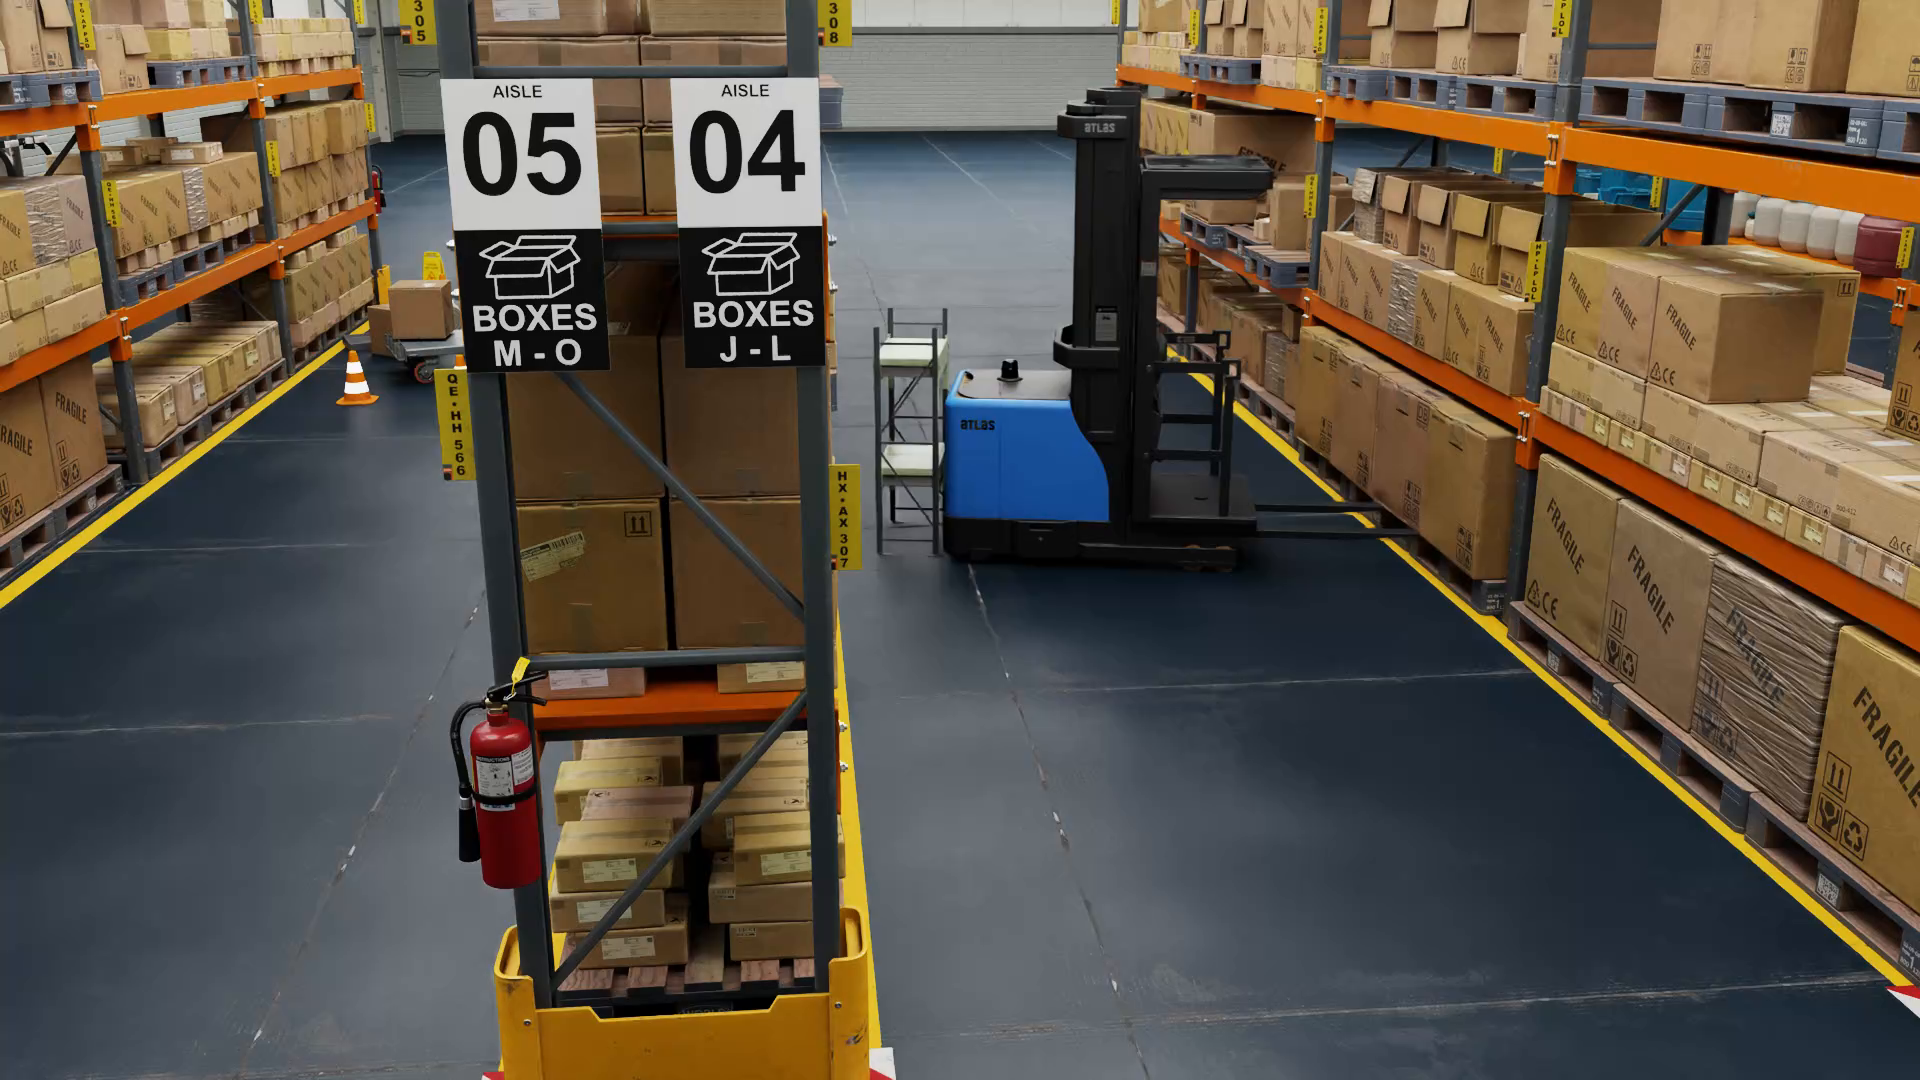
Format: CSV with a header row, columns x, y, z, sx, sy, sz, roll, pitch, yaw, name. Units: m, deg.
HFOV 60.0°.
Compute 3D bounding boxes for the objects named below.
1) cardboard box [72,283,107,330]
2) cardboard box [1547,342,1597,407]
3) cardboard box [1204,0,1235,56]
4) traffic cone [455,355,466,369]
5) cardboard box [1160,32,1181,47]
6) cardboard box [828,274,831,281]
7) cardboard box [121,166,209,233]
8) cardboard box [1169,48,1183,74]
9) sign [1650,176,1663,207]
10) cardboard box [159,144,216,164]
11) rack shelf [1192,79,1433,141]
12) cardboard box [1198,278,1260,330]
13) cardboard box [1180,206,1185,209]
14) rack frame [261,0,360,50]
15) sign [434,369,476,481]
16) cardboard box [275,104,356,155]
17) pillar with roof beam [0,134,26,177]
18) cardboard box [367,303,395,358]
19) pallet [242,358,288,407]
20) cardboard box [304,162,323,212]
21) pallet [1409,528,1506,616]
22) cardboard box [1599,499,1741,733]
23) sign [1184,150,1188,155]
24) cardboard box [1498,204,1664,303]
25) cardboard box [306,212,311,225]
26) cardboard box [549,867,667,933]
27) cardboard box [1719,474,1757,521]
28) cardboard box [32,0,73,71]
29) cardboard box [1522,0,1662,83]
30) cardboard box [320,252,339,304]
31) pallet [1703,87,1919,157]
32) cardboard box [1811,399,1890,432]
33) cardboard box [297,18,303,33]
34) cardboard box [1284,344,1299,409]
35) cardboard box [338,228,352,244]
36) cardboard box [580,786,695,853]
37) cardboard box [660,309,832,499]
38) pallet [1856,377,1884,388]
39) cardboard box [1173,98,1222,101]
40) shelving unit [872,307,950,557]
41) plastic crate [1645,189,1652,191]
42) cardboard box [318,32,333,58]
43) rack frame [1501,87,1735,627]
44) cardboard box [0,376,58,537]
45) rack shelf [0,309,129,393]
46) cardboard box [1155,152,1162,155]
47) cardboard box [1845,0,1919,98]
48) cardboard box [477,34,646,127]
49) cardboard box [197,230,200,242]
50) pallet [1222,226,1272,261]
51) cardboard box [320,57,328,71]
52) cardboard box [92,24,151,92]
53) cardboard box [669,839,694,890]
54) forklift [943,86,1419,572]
x,y,z,sx,sy,sz,roll,pitch,yaw,name
-6.312,-1.622,11.587,0.500,0.250,0.500,-2,18,-8,cardboard box
3.436,-0.873,8.704,0.500,0.250,0.500,-2,18,-7,cardboard box
2.773,-4.872,15.807,0.797,0.503,0.637,-3,18,-8,cardboard box
-4.490,-1.436,14.979,0.336,0.463,0.334,-2,18,-6,traffic cone
2.361,-5.365,17.834,0.380,0.149,0.250,-1,17,-3,cardboard box
-0.914,-1.407,9.375,0.380,0.149,0.250,-1,17,-4,cardboard box
-6.604,-2.830,13.819,0.500,0.500,0.500,-2,18,-8,cardboard box
2.472,-4.978,17.267,0.500,0.250,0.500,-1,17,-4,cardboard box
7.201,-3.606,17.192,0.100,0.325,0.005,-2,18,-6,sign
-6.627,-3.311,14.269,0.380,0.149,0.250,-3,18,-8,cardboard box
3.029,-3.826,14.551,1.077,0.370,4.000,-2,18,-6,rack shelf
2.821,-2.463,17.485,0.500,0.500,0.500,-2,18,-7,cardboard box
2.526,-3.421,17.484,0.380,0.149,0.250,-2,18,-6,cardboard box
-7.447,-7.082,18.712,1.000,3.000,0.127,-2,18,-6,rack frame
-1.438,-0.328,4.754,0.100,0.325,0.005,-2,18,-6,sign
-6.978,-4.441,17.983,0.700,0.500,0.500,-2,18,-6,cardboard box
-9.545,-8.613,23.589,9.100,9.000,0.400,-2,18,-6,pillar with roof beam
-5.792,-2.198,17.340,0.500,0.500,0.500,11,21,32,cardboard box
-6.953,-1.466,15.494,1.003,0.211,1.213,-2,18,-6,pallet
-6.917,-3.656,17.152,0.500,0.500,0.500,-2,18,-6,cardboard box
3.493,0.152,10.341,1.003,0.211,1.213,-2,18,-6,pallet
3.729,0.330,7.965,0.875,0.875,0.875,-2,18,-6,cardboard box
2.284,-3.728,16.600,0.100,0.325,0.005,-2,18,-6,sign
3.574,-1.667,9.638,0.797,0.503,0.637,-2,18,-7,cardboard box
-6.933,-3.317,17.155,0.380,0.149,0.250,-2,18,-6,cardboard box
-1.222,1.233,5.802,0.380,0.149,0.250,-2,18,-7,cardboard box
3.539,-0.191,7.196,0.380,0.149,0.250,-1,17,-5,cardboard box
-6.433,-3.410,11.148,0.797,0.503,0.637,-3,18,-9,cardboard box
3.578,-2.803,9.220,0.700,0.500,0.500,-1,17,-4,cardboard box
-6.946,-2.772,17.637,0.500,0.500,0.500,-1,17,-3,cardboard box
3.844,-1.733,6.830,1.003,0.211,1.213,-2,18,-6,pallet
4.112,-0.441,7.327,0.500,0.250,0.500,-2,18,-7,cardboard box
-6.985,-5.285,17.082,0.380,0.149,0.250,-1,17,-5,cardboard box
3.146,-1.359,13.937,0.700,0.500,0.500,-3,18,-9,cardboard box
-6.978,-3.363,18.435,0.380,0.149,0.250,-1,17,-5,cardboard box
-1.159,1.013,6.007,0.380,0.149,0.250,-1,17,-5,cardboard box
-0.666,-0.445,5.253,0.500,0.500,0.500,-2,18,-6,cardboard box
8.120,-1.197,14.638,1.003,0.211,1.213,-2,18,-6,pallet
2.770,-4.888,19.405,0.500,0.500,0.500,-2,18,-6,cardboard box
-0.312,-0.724,10.978,0.431,1.500,0.755,1,17,4,shelving unit
7.890,-3.799,18.625,0.450,0.188,0.662,-2,18,-6,plastic crate
-7.017,-5.273,17.711,0.500,0.250,0.500,-1,17,-4,cardboard box
3.648,-0.951,9.198,1.000,3.000,0.127,-2,18,-6,rack frame
-6.546,-0.549,10.764,0.875,0.875,0.875,-2,17,-5,cardboard box
-6.416,-0.897,10.229,1.077,0.370,4.000,-2,18,-6,rack shelf
2.659,-4.106,18.585,0.875,0.500,0.500,-2,18,-6,cardboard box
3.914,-1.963,6.380,0.700,0.500,0.500,-3,18,-9,cardboard box
-1.184,-1.364,4.920,0.500,0.250,0.500,-2,18,-7,cardboard box
-6.691,-2.578,14.099,0.380,0.149,0.250,-2,18,-8,cardboard box
2.990,-2.640,14.897,1.003,0.211,1.213,-2,18,-6,pallet
-7.048,-5.130,17.921,0.380,0.149,0.250,-2,18,-6,cardboard box
-6.808,-3.770,12.999,0.797,0.503,0.637,-2,18,-6,cardboard box
-1.214,1.219,6.346,0.380,0.149,0.250,-2,18,-6,cardboard box
1.436,-1.360,10.617,3.031,2.935,1.130,2,17,5,forklift
